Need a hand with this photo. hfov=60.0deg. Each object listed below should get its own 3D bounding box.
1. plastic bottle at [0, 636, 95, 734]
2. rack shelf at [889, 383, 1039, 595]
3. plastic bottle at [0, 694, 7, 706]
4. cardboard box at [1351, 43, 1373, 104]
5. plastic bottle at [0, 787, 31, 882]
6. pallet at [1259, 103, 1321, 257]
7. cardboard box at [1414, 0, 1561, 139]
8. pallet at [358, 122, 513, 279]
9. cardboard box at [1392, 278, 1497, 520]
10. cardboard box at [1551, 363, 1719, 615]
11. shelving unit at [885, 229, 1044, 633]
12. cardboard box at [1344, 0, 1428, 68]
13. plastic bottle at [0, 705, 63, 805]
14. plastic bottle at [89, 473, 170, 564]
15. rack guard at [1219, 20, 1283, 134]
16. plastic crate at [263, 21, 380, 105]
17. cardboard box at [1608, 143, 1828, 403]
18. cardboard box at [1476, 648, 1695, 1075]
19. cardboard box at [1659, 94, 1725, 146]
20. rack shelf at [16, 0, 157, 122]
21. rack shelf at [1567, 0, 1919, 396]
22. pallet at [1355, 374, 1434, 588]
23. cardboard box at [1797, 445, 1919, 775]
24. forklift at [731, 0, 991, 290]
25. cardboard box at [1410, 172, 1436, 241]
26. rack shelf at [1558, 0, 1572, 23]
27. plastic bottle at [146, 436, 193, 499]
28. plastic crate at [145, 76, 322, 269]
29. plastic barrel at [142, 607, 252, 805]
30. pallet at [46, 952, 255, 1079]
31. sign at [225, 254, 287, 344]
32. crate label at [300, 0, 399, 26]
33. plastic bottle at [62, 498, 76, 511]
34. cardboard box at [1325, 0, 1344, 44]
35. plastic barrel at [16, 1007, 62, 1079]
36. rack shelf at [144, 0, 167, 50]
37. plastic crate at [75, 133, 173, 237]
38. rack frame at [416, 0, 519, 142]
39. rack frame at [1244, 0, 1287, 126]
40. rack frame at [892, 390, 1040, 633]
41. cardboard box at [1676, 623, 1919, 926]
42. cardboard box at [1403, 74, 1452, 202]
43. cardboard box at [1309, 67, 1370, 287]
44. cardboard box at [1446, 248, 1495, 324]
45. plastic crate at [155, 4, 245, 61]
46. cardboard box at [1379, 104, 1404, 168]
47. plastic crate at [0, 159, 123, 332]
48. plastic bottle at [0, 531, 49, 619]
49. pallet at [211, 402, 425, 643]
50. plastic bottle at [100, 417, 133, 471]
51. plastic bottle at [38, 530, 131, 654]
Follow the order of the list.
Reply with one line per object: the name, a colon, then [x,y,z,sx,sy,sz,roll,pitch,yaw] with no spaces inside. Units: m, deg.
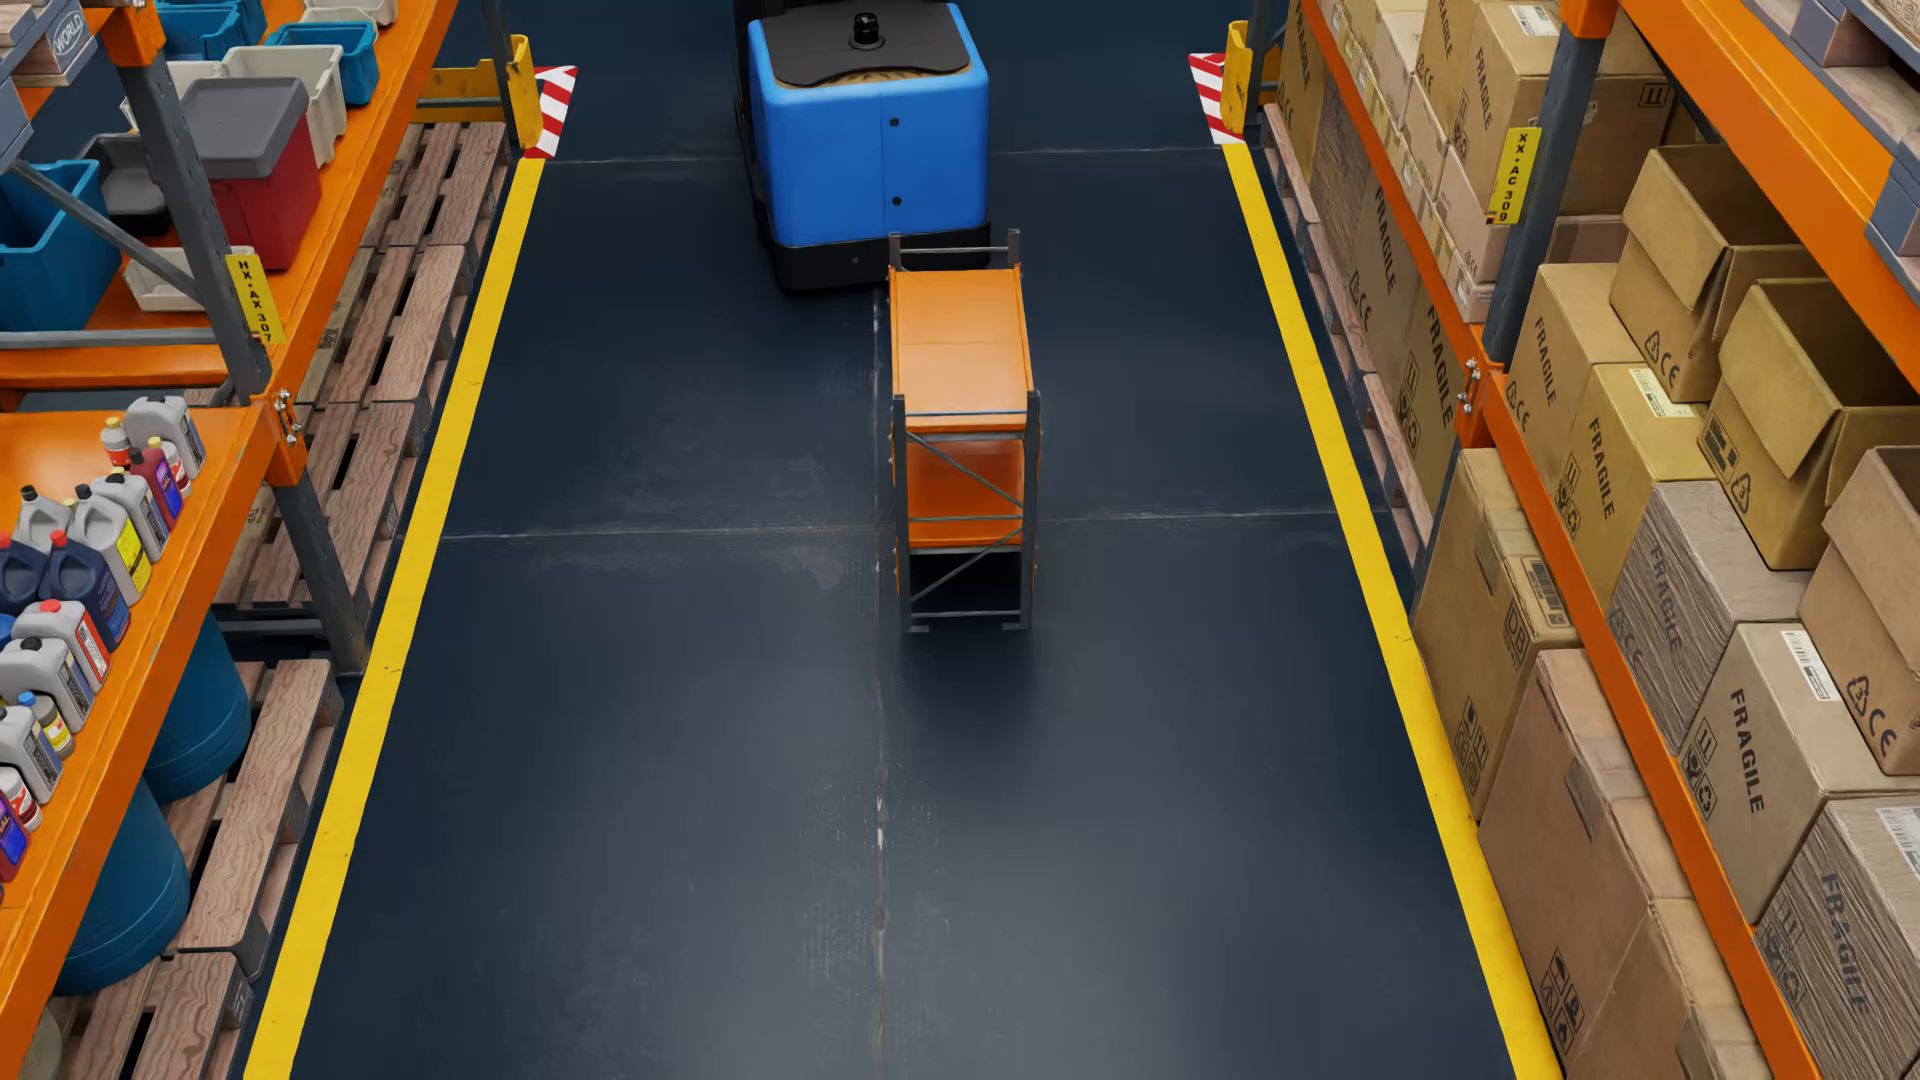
plastic bottle: [-2.339,0.356,4.234,0.152,0.276,0.135,-2,43,-2]
rack shelf: [0.000,-0.239,6.540,0.538,0.278,1.000,-2,43,-2]
plastic bottle: [-2.463,0.374,4.218,0.097,0.271,0.097,0,43,0]
cardboard box: [1.822,-1.910,6.800,0.380,0.149,0.250,-1,43,-1]
plastic bottle: [-2.274,0.665,3.891,0.061,0.283,0.133,-2,43,-2]
pallet: [2.169,-1.902,8.668,1.003,0.211,1.213,-2,43,-2]
cardboard box: [1.923,-1.739,5.763,0.500,0.500,0.500,-1,43,-1]
pallet: [-2.895,-1.739,8.491,1.003,0.211,1.213,-2,43,-2]
cardboard box: [2.279,-0.586,6.431,0.875,0.875,0.875,-2,43,-2]
cardboard box: [2.019,-0.146,4.616,0.500,0.500,0.500,-2,43,-2]
shelving unit: [0.000,-0.419,6.375,0.538,1.125,1.048,-2,43,-2]
cardboard box: [1.882,-2.147,6.764,0.500,0.250,0.500,-2,43,-3]
plastic bottle: [-2.329,0.512,4.063,0.152,0.276,0.135,-2,43,-2]
plastic bottle: [-2.366,-0.075,4.704,0.152,0.276,0.135,-2,43,-2]
rack guard: [2.056,-2.562,9.175,1.175,0.500,0.348,-2,43,-2]
plastic crate: [-2.548,-1.906,6.689,0.416,0.233,0.300,-2,43,-2]
cardboard box: [2.263,-0.742,4.524,0.797,0.503,0.637,-3,43,-3]
cardboard box: [2.313,0.896,4.814,1.225,0.875,0.875,-3,43,-3]
cardboard box: [2.462,-1.428,5.424,0.500,0.500,0.500,-2,43,-2]
rack shelf: [-2.636,-0.115,2.968,1.077,0.370,4.000,-2,43,-2]
rack shelf: [2.312,-0.257,3.123,1.077,0.370,4.000,-2,43,-2]
pallet: [2.273,-0.254,6.871,1.003,0.211,1.213,-2,43,-2]
cardboard box: [2.322,0.140,3.561,0.797,0.503,0.637,0,43,0]
forklift: [-0.642,-3.280,8.159,1.130,2.935,3.031,-8,43,-8]
cardboard box: [1.865,-1.218,6.044,0.380,0.149,0.250,-2,43,-3]
rack shelf: [2.142,-2.957,6.069,1.077,0.370,4.000,-2,43,-2]
plastic bottle: [-2.349,-0.217,4.914,0.097,0.201,0.097,0,43,0]
plastic crate: [-2.509,-1.280,5.835,0.402,0.464,0.583,-2,43,-2]
plastic barrel: [-2.715,0.362,5.377,0.600,0.901,0.708,-2,43,-2]
pallet: [-2.675,1.751,4.683,1.003,0.211,1.213,-2,43,-2]
sign: [-2.172,-0.741,5.134,0.100,0.325,0.005,-2,43,-2]
crate label: [-2.642,-2.321,7.213,0.396,0.136,0.243,-2,43,-2]
plastic bottle: [-2.490,-0.032,4.712,0.097,0.201,0.097,0,43,0]
cardboard box: [1.800,-2.257,7.179,0.380,0.149,0.250,-2,43,-2]
plastic barrel: [-2.751,1.367,4.569,0.421,0.512,0.421,0,43,0]
rack shelf: [-2.806,-2.815,5.914,1.077,0.370,4.000,-2,43,-2]
plastic crate: [-3.037,-1.293,6.100,0.437,0.125,0.590,-2,43,-2]
rack frame: [-2.891,-3.325,8.158,1.000,3.000,0.127,-2,43,-2]
rack frame: [2.057,-3.467,8.313,1.000,3.000,0.127,-2,43,-2]
rack frame: [0.021,-0.076,6.000,0.500,1.125,0.032,-2,43,-2]
cardboard box: [2.067,0.540,3.867,0.500,0.500,0.500,-1,43,-1]
cardboard box: [1.922,-1.461,6.015,0.500,0.250,0.500,0,43,-1]
cardboard box: [2.203,-1.795,7.750,0.875,0.875,0.875,-2,43,-2]
cardboard box: [1.887,-0.871,5.666,0.380,0.149,0.250,-1,43,-2]
plastic crate: [-3.141,-2.018,6.811,0.416,0.233,0.300,-2,43,-2]
cardboard box: [1.843,-1.565,6.424,0.380,0.149,0.250,-1,43,-1]
plastic crate: [-3.082,-0.946,5.530,0.392,0.384,0.575,-2,43,-2]
plastic bottle: [-2.492,0.134,4.421,0.144,0.351,0.185,-2,43,-2]
pallet: [-2.791,-0.092,6.694,1.003,0.211,1.213,-2,43,-2]
plastic bottle: [-2.505,-0.278,4.981,0.097,0.201,0.097,0,43,0]
plastic bottle: [-2.348,0.130,4.425,0.144,0.351,0.185,-2,43,-2]
